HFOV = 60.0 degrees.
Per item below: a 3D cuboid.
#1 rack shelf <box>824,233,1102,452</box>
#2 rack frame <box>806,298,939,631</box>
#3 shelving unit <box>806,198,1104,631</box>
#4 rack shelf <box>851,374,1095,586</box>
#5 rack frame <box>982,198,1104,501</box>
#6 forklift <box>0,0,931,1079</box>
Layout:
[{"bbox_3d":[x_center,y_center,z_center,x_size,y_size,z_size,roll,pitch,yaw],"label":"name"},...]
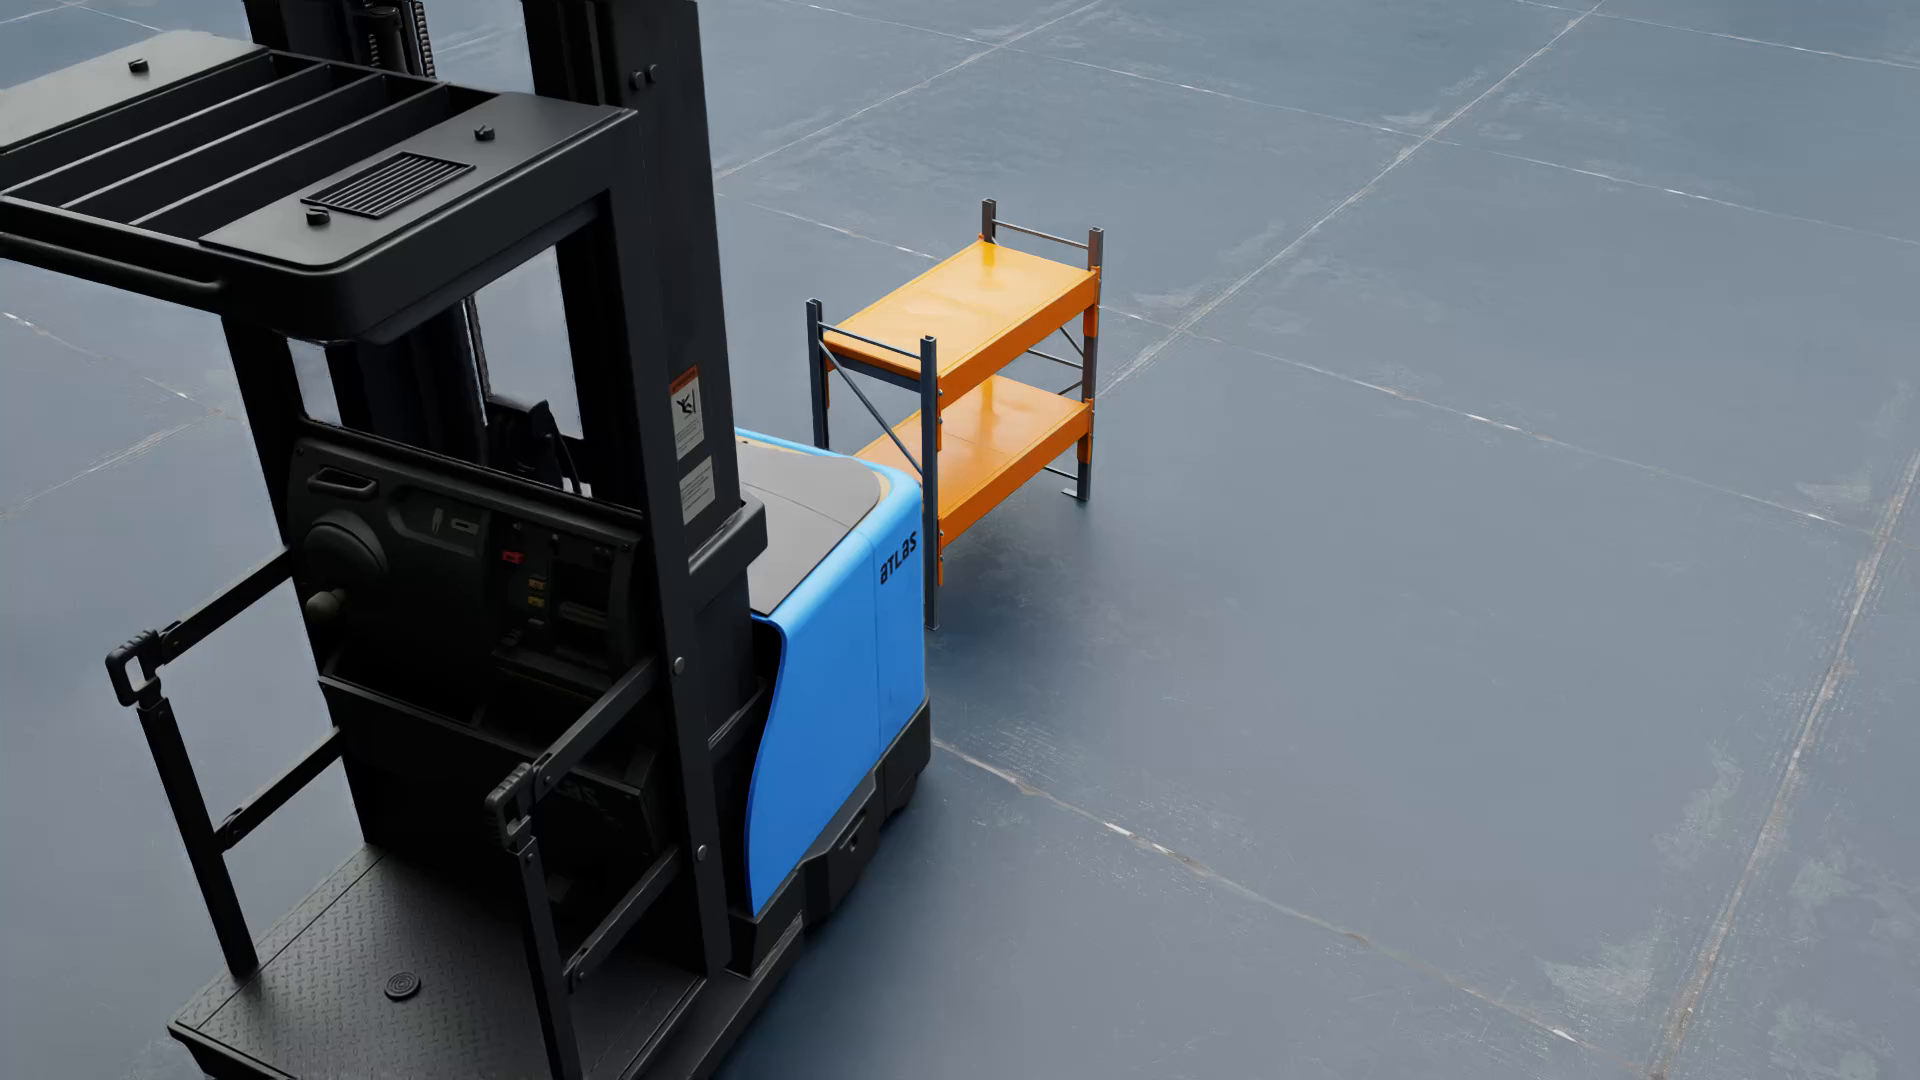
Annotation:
[{"bbox_3d":[0.004,-0.712,5.776,0.538,0.278,1.000,21,39,28],"label":"rack shelf"},{"bbox_3d":[-0.286,-0.235,5.594,0.500,1.125,0.032,21,39,28],"label":"rack frame"},{"bbox_3d":[0.004,-0.469,5.939,0.538,1.125,1.048,21,39,28],"label":"shelving unit"},{"bbox_3d":[0.004,-0.267,6.076,0.538,0.278,1.000,21,39,28],"label":"rack shelf"},{"bbox_3d":[0.294,-0.703,6.285,0.500,1.125,0.032,21,39,28],"label":"rack frame"},{"bbox_3d":[-1.186,0.117,3.461,1.130,2.935,3.031,15,37,21],"label":"forklift"}]
